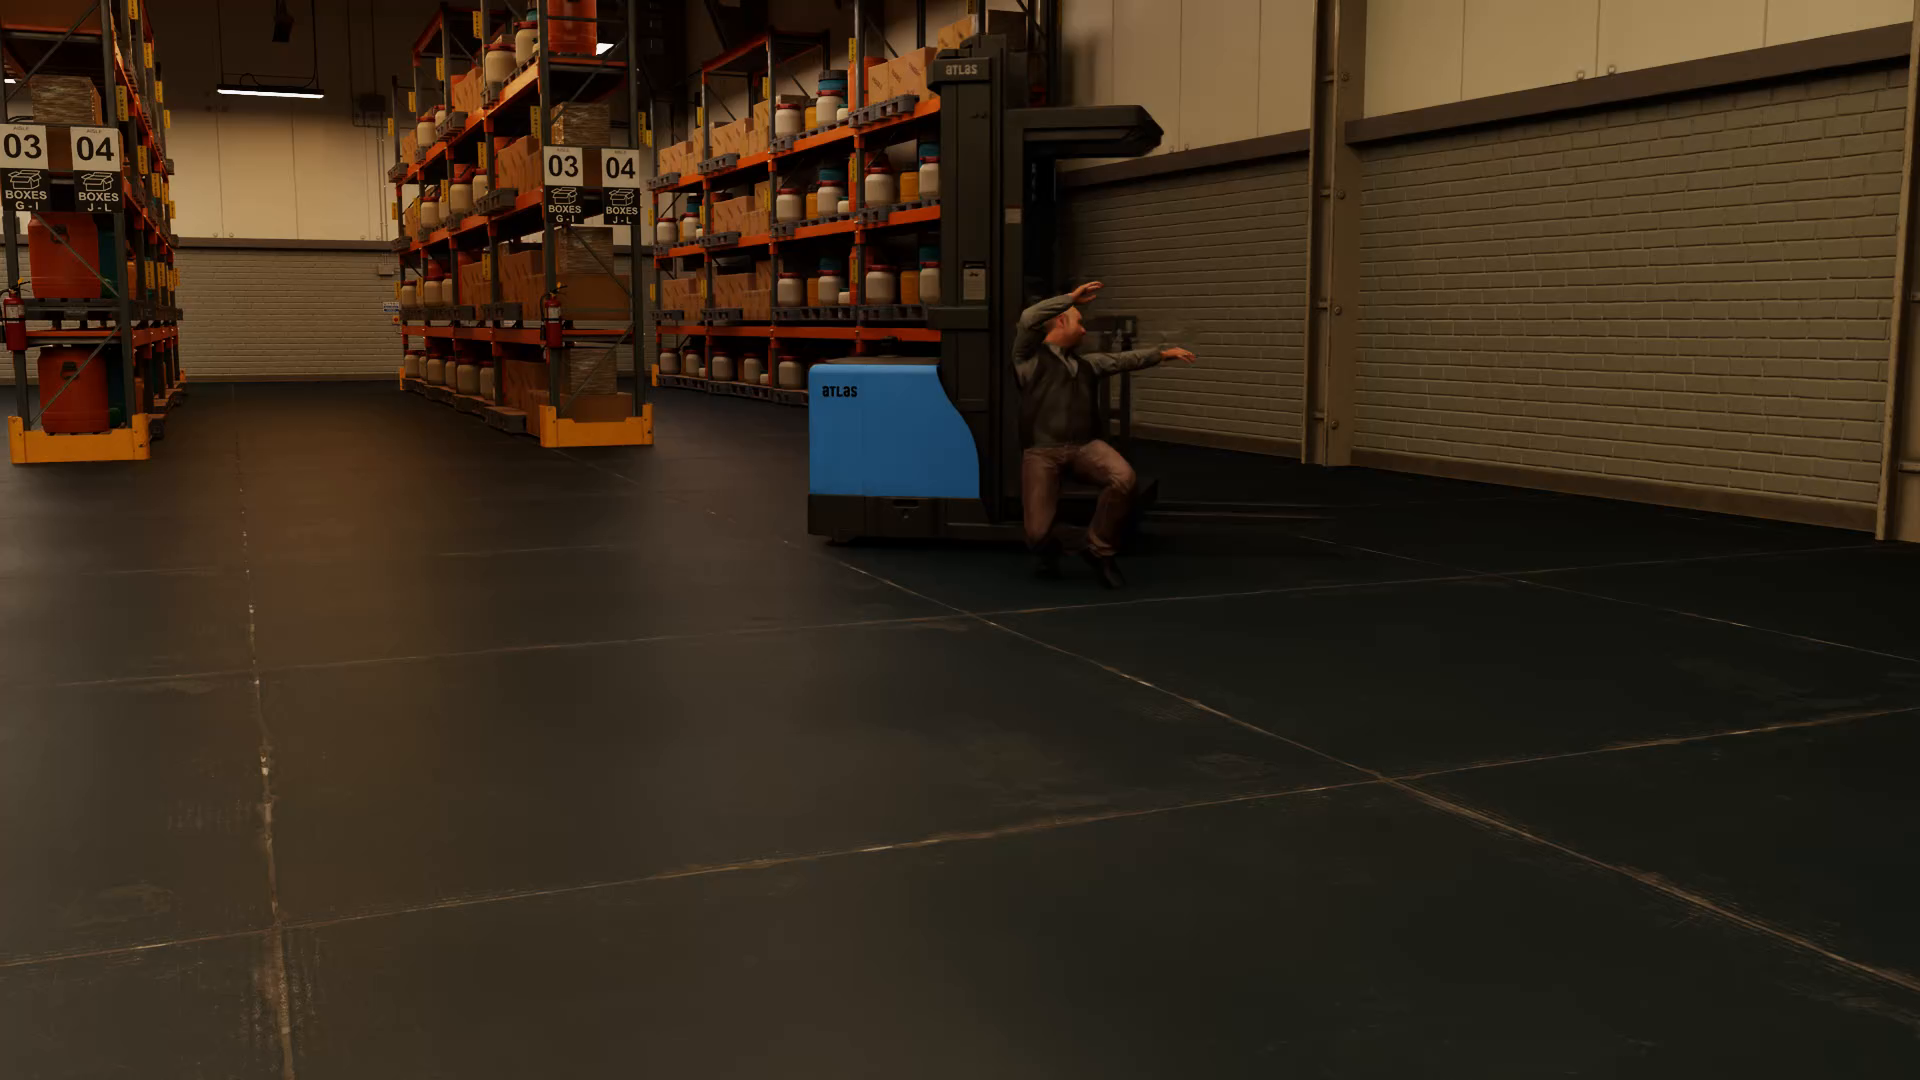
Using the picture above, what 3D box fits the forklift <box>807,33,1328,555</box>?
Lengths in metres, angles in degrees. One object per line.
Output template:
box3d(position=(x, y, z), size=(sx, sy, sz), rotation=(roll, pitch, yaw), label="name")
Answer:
box3d(position=(0.664, -1.438, 9.845), size=(3.031, 2.935, 1.130), rotation=(2, 8, 12), label="forklift")

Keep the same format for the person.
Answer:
box3d(position=(0.803, -0.540, 8.550), size=(1.064, 1.541, 0.739), rotation=(-2, 8, -15), label="person")
